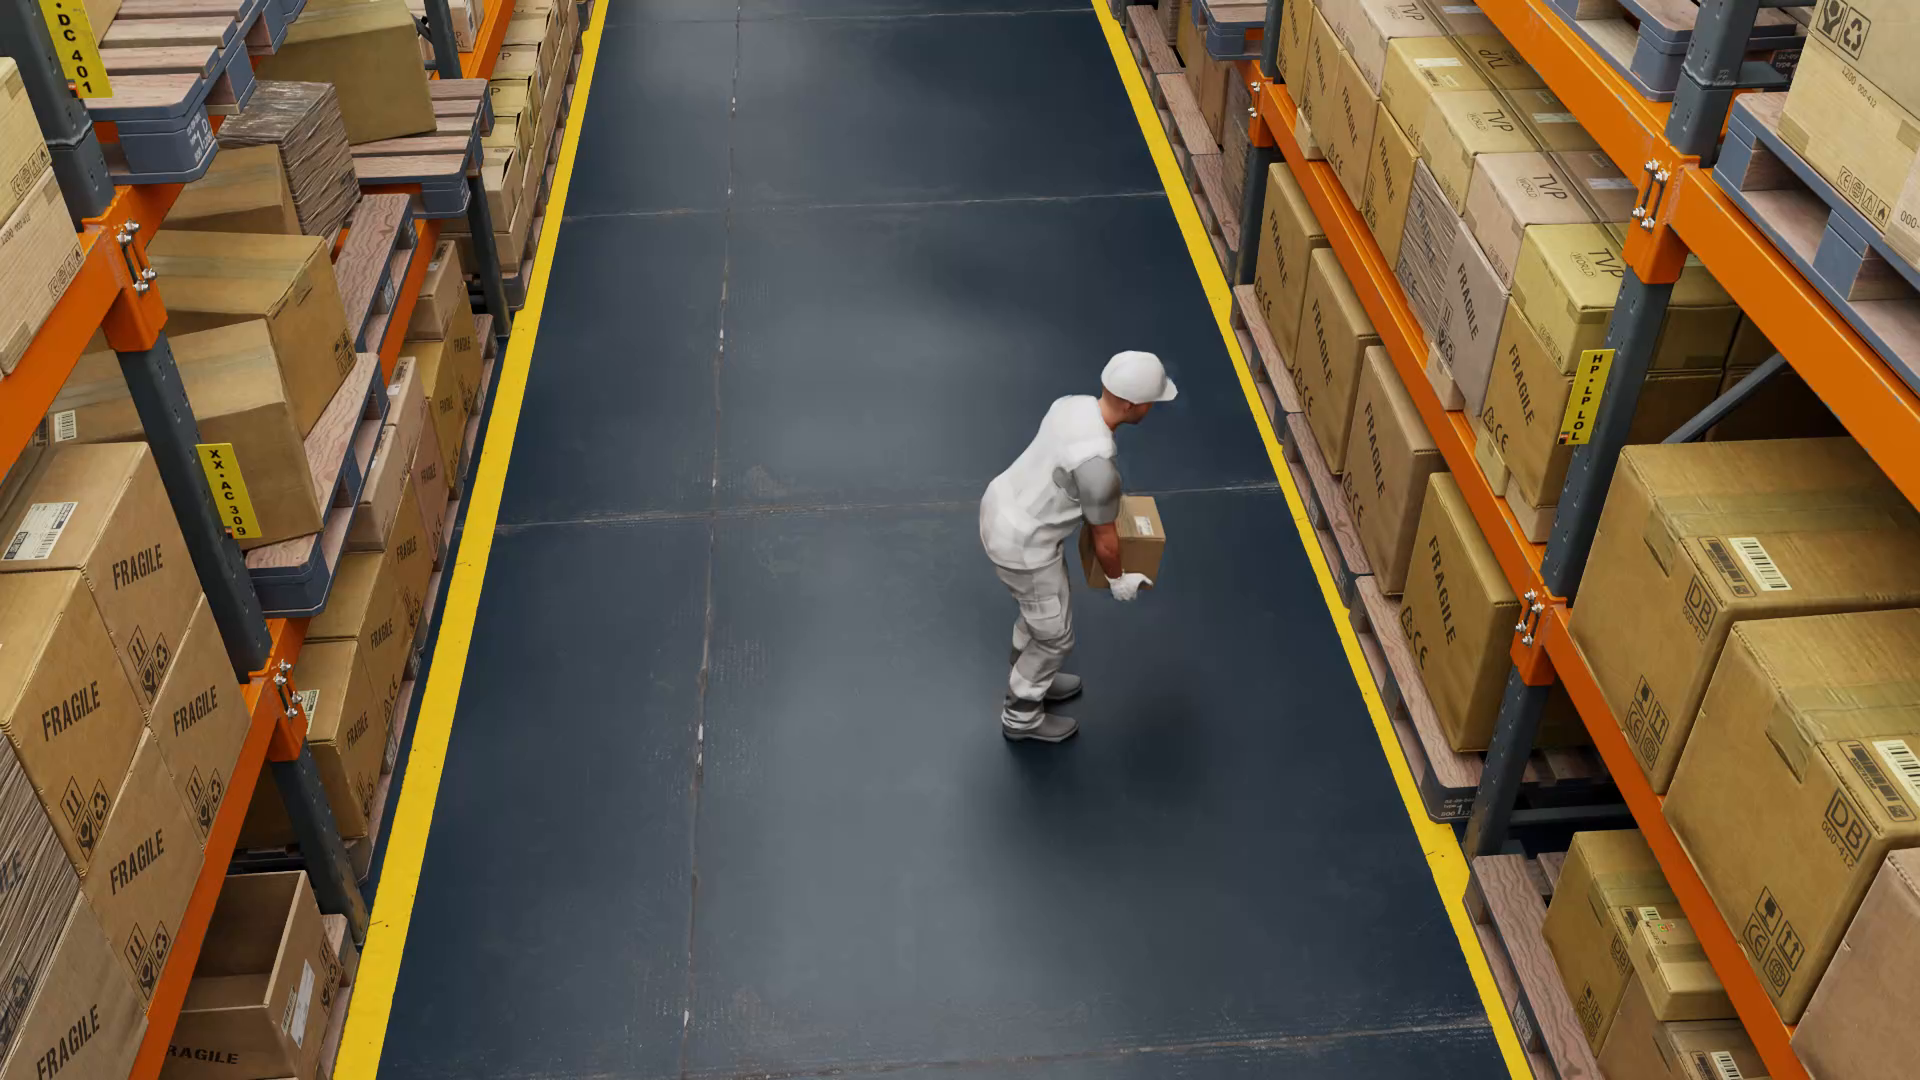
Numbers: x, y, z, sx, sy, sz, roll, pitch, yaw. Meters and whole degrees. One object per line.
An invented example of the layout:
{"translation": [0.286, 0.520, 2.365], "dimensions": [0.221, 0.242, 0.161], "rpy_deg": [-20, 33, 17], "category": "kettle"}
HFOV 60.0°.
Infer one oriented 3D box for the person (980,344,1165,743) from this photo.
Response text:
{"translation": [0.396, 0.013, 6.187], "dimensions": [0.640, 1.701, 0.488], "rpy_deg": [-4, 39, -5], "category": "person"}
